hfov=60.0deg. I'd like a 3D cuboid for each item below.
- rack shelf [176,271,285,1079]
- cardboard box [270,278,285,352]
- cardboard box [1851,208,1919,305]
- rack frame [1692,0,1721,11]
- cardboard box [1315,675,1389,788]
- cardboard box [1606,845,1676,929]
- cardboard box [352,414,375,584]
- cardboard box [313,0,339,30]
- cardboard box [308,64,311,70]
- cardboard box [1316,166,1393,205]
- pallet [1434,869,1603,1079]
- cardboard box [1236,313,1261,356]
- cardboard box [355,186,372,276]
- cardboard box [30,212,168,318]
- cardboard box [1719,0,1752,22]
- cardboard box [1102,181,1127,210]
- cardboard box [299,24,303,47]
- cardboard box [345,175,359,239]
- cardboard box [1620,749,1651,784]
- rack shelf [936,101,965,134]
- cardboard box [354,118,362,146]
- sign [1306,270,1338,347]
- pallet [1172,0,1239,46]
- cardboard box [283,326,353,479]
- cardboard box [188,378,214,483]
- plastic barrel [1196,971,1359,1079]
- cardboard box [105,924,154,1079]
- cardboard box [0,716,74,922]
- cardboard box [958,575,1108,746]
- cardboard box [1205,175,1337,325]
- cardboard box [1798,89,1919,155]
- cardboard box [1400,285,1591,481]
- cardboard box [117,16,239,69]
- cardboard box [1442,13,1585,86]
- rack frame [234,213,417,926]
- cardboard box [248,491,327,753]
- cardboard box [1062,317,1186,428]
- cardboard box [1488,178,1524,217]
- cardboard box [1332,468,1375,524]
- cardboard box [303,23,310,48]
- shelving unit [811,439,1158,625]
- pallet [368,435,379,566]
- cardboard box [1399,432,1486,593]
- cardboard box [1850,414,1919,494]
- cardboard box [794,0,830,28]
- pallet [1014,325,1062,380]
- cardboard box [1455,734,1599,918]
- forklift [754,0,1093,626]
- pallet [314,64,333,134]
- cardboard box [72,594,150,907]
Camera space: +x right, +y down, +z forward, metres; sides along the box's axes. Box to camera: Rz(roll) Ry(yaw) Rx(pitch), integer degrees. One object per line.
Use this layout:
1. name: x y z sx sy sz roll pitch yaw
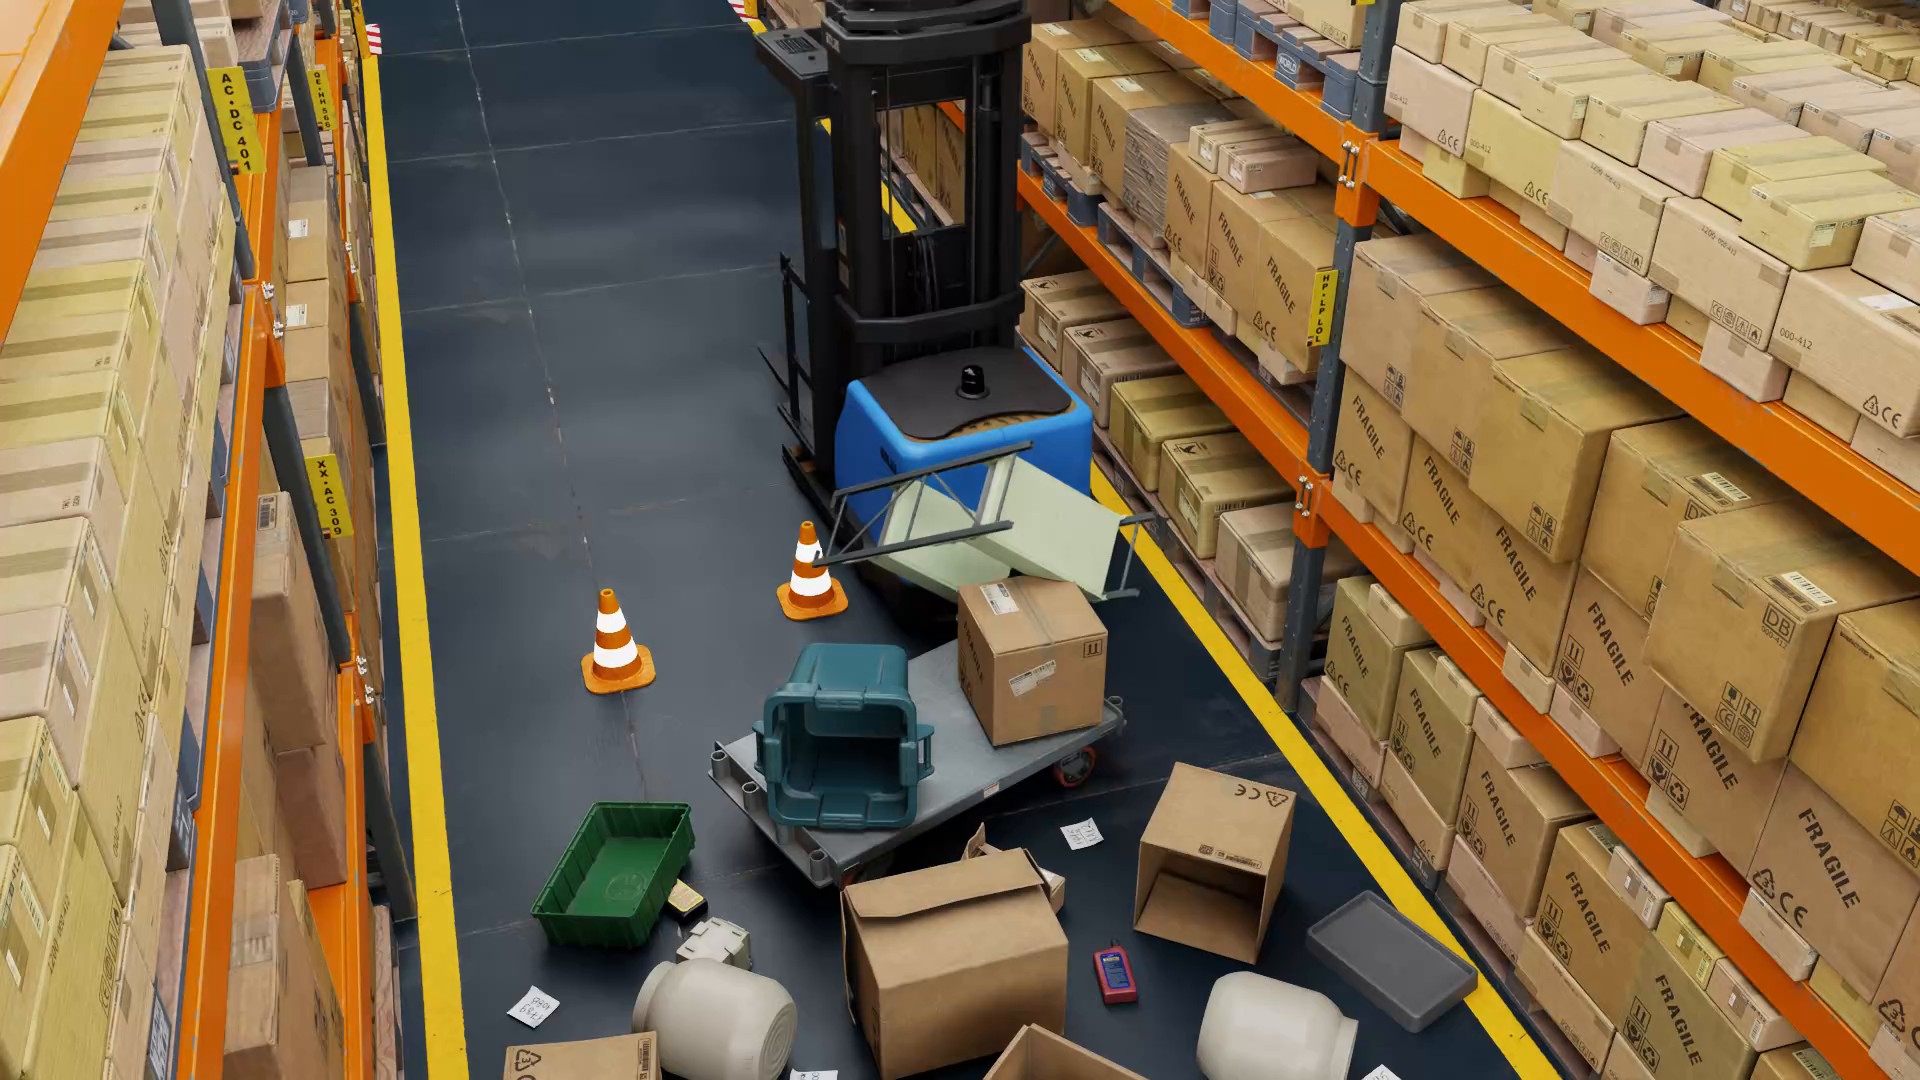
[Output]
1. rack shelf: -2.084 0.440 3.615 1.077 0.370 4.000 -10 35 -15
2. cardboard box: -3.164 -0.913 6.732 0.700 0.500 0.500 -10 35 -14
3. cardboard box: 2.536 -0.738 4.249 0.380 0.149 0.250 -11 35 -16
4. rack frame: 5.495 -3.481 11.617 1.000 3.000 0.127 -10 35 -15
5. cardboard box: 1.912 0.783 7.277 0.500 0.250 0.500 -12 35 -17
6. cardboard box: 2.388 1.115 5.506 0.380 0.149 0.250 -9 34 -13
7. cardboard box: -3.545 -0.202 8.315 1.050 0.750 0.750 -9 35 -14
8. cardboard box: -4.909 -3.958 12.567 0.380 0.149 0.250 -9 34 -13
9. cardboard box: -4.343 -2.931 10.631 0.380 0.149 0.250 -11 35 -16
10. cardboard box: 1.966 -1.443 7.791 0.500 0.500 0.500 -10 35 -15
11. pallet: 2.603 1.607 6.446 1.003 0.211 1.213 -10 35 -15
12. cardboard box: 1.505 -0.980 7.679 0.380 0.149 0.250 -11 35 -16
13. cardboard box: -4.361 -2.106 11.422 0.500 0.500 0.500 -11 35 -16
14. cardboard box: -1.895 -0.554 3.499 0.380 0.149 0.250 -10 35 -15
15. cardboard box: 5.311 -3.577 11.082 0.380 0.149 0.250 -9 35 -13
16. cardboard box: 0.997 -1.946 9.141 0.380 0.149 0.250 -8 34 -12
17. cardboard box: -4.346 -3.174 10.460 0.380 0.149 0.250 -10 35 -15
18. cardboard box: -4.188 -2.135 10.786 0.500 0.250 0.500 -10 35 -14
19. cardboard box: 2.444 0.694 5.526 0.380 0.149 0.250 -10 35 -15
20. rack shelf: 0.159 -3.395 12.138 1.077 0.370 4.000 -10 35 -15
21. cardboard box: -4.941 -3.213 13.147 0.380 0.149 0.250 -8 34 -13
22. sign: 1.461 -0.932 6.709 0.100 0.325 0.005 -10 35 -15
23. pallet: 1.583 -2.604 7.738 1.213 0.211 1.003 -10 35 -15
24. cardboard box: -2.903 -0.550 7.090 0.500 0.500 0.500 -10 35 -15
25. cardboard box: -1.889 -0.217 3.712 0.380 0.149 0.250 -10 35 -15
26. plastic barrel: 1.137 1.801 5.961 0.512 0.421 0.421 13 36 18
27. cardboard box: -1.352 0.710 2.310 0.380 0.149 0.250 -10 35 -14
28. cardboard box: -1.348 0.384 2.079 0.380 0.149 0.250 -10 35 -14
29. cardboard box: 0.303 0.498 7.176 0.500 0.500 0.500 -10 35 -15
30. cardboard box: 1.477 -1.350 7.650 0.500 0.500 0.500 -10 35 -14
31. cardboard box: 2.753 -1.224 4.985 0.380 0.149 0.250 -10 35 -14
32. cardboard box: 2.052 -0.588 5.971 0.700 0.500 0.500 -10 35 -14
33. cardboard box: -2.874 -1.802 6.111 0.380 0.149 0.250 -10 35 -15
34. cardboard box: 1.881 -1.672 5.663 0.380 0.149 0.250 -9 35 -13
35. rack frame: -2.694 0.341 5.833 1.000 3.000 0.127 -10 35 -15
36. cardboard box: -2.336 0.297 4.784 0.875 0.550 0.550 -10 35 -15
37. cardboard box: 1.164 -1.039 9.924 0.950 0.372 0.625 -11 35 -16
38. cardboard box: 2.058 -1.228 5.714 0.380 0.149 0.250 -10 35 -15
39. cardboard box: 1.779 -0.220 6.910 0.380 0.149 0.250 -10 35 -15
40. cardboard box: -4.505 -3.329 10.964 0.380 0.149 0.250 -12 35 -17
41. shelving unit: 0.077 0.004 7.610 1.500 0.755 0.431 -11 58 52
42. pallet: -3.746 -0.169 9.134 1.003 0.211 1.213 -10 35 -15
43. cardboard box: 2.033 -0.173 6.250 0.500 0.500 0.500 -10 35 -15
44. cardboard box: 2.543 -0.269 4.262 0.380 0.149 0.250 -10 35 -15
45. cardboard box: -1.088 -5.142 16.074 0.875 0.438 0.875 -9 35 -13
46. pallet: 1.006 -1.071 10.498 1.003 0.211 1.213 -10 35 -15
47. cardboard box: 2.243 1.021 6.236 0.500 0.500 0.500 -8 34 -12
48. forklift: -0.378 -1.595 8.825 1.130 2.935 3.031 -13 36 -19
49. pallet: -4.557 -2.712 10.626 1.003 0.211 1.213 -10 35 -15
50. cardboard box: -1.533 0.348 2.495 0.500 0.250 0.500 -10 35 -15
